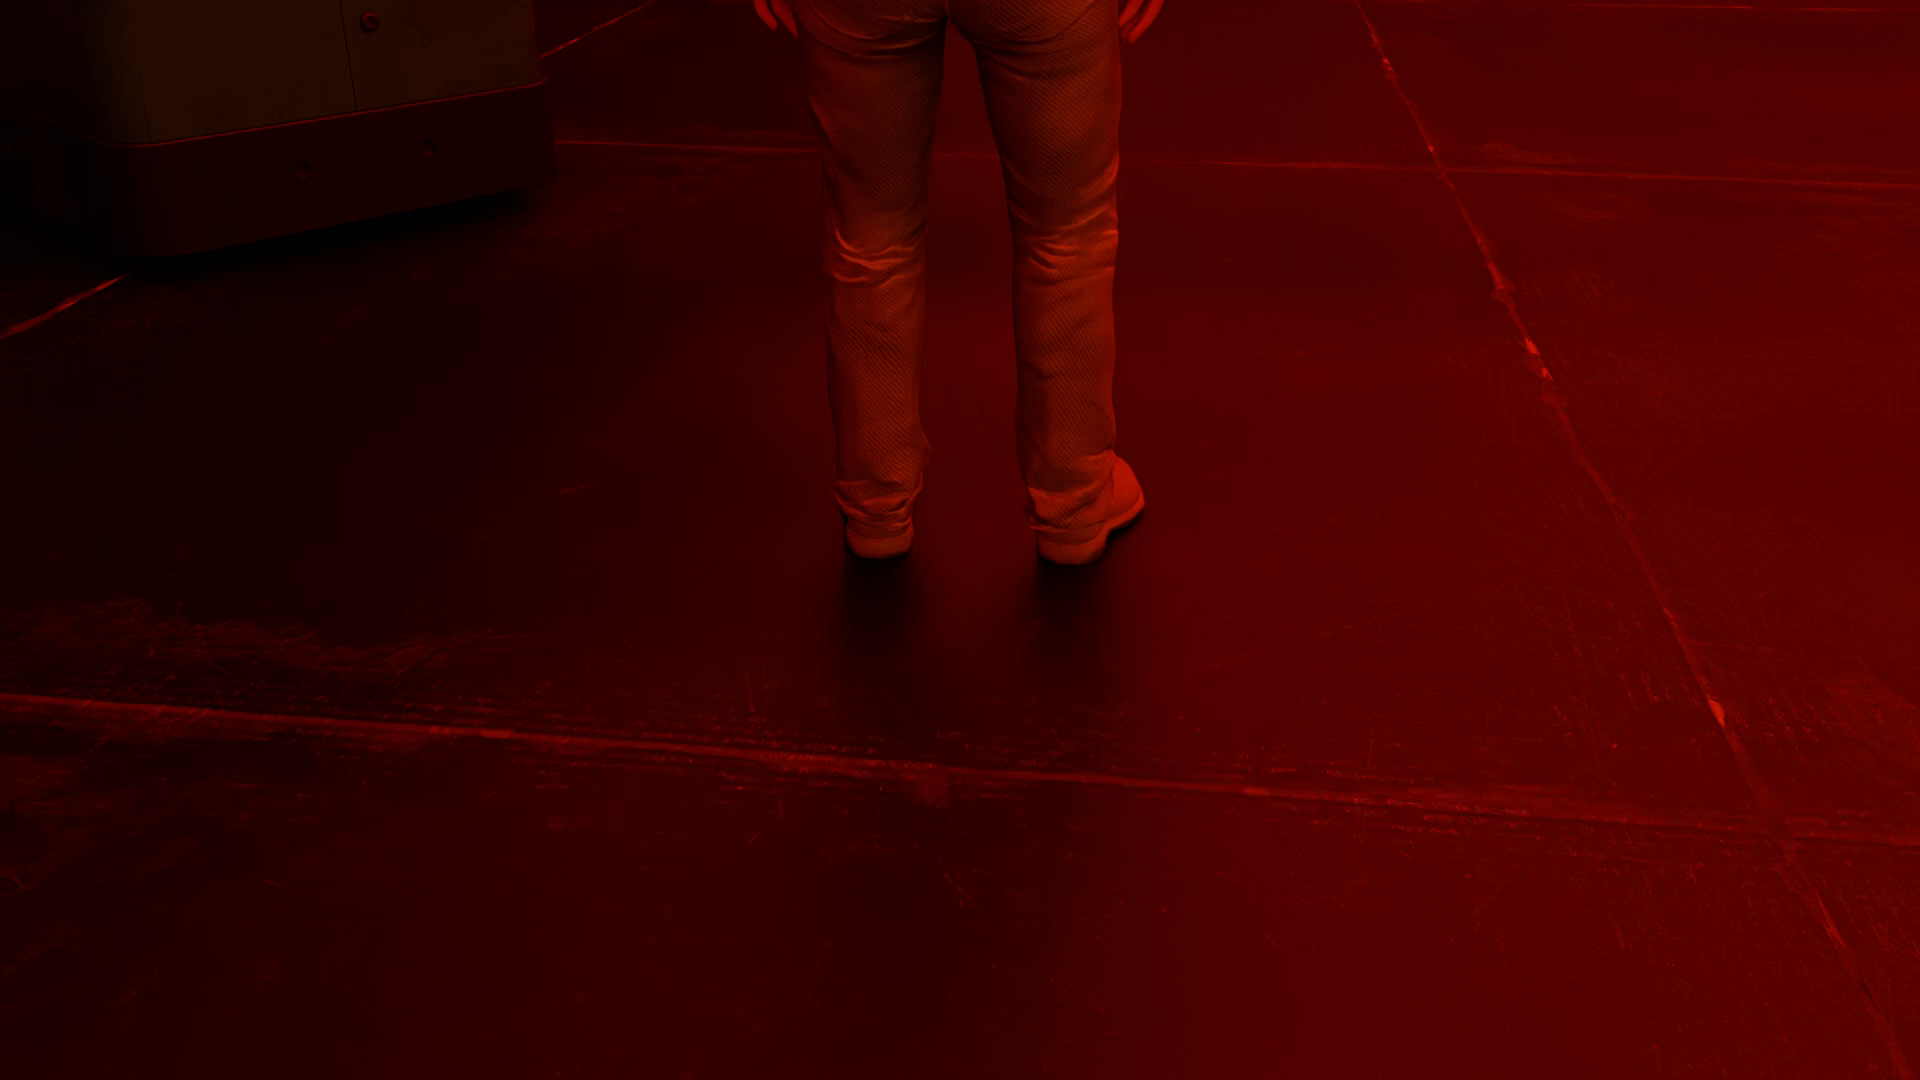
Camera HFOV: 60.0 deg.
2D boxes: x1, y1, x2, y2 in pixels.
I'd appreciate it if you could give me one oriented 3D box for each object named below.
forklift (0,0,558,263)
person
[{"bbox_3d":[-2.386,-2.479,4.186,1.130,2.935,3.031,-23,35,-38],"label":"forklift"},{"bbox_3d":[-0.006,-0.802,2.128,0.580,1.767,0.463,3,27,5],"label":"person"}]
